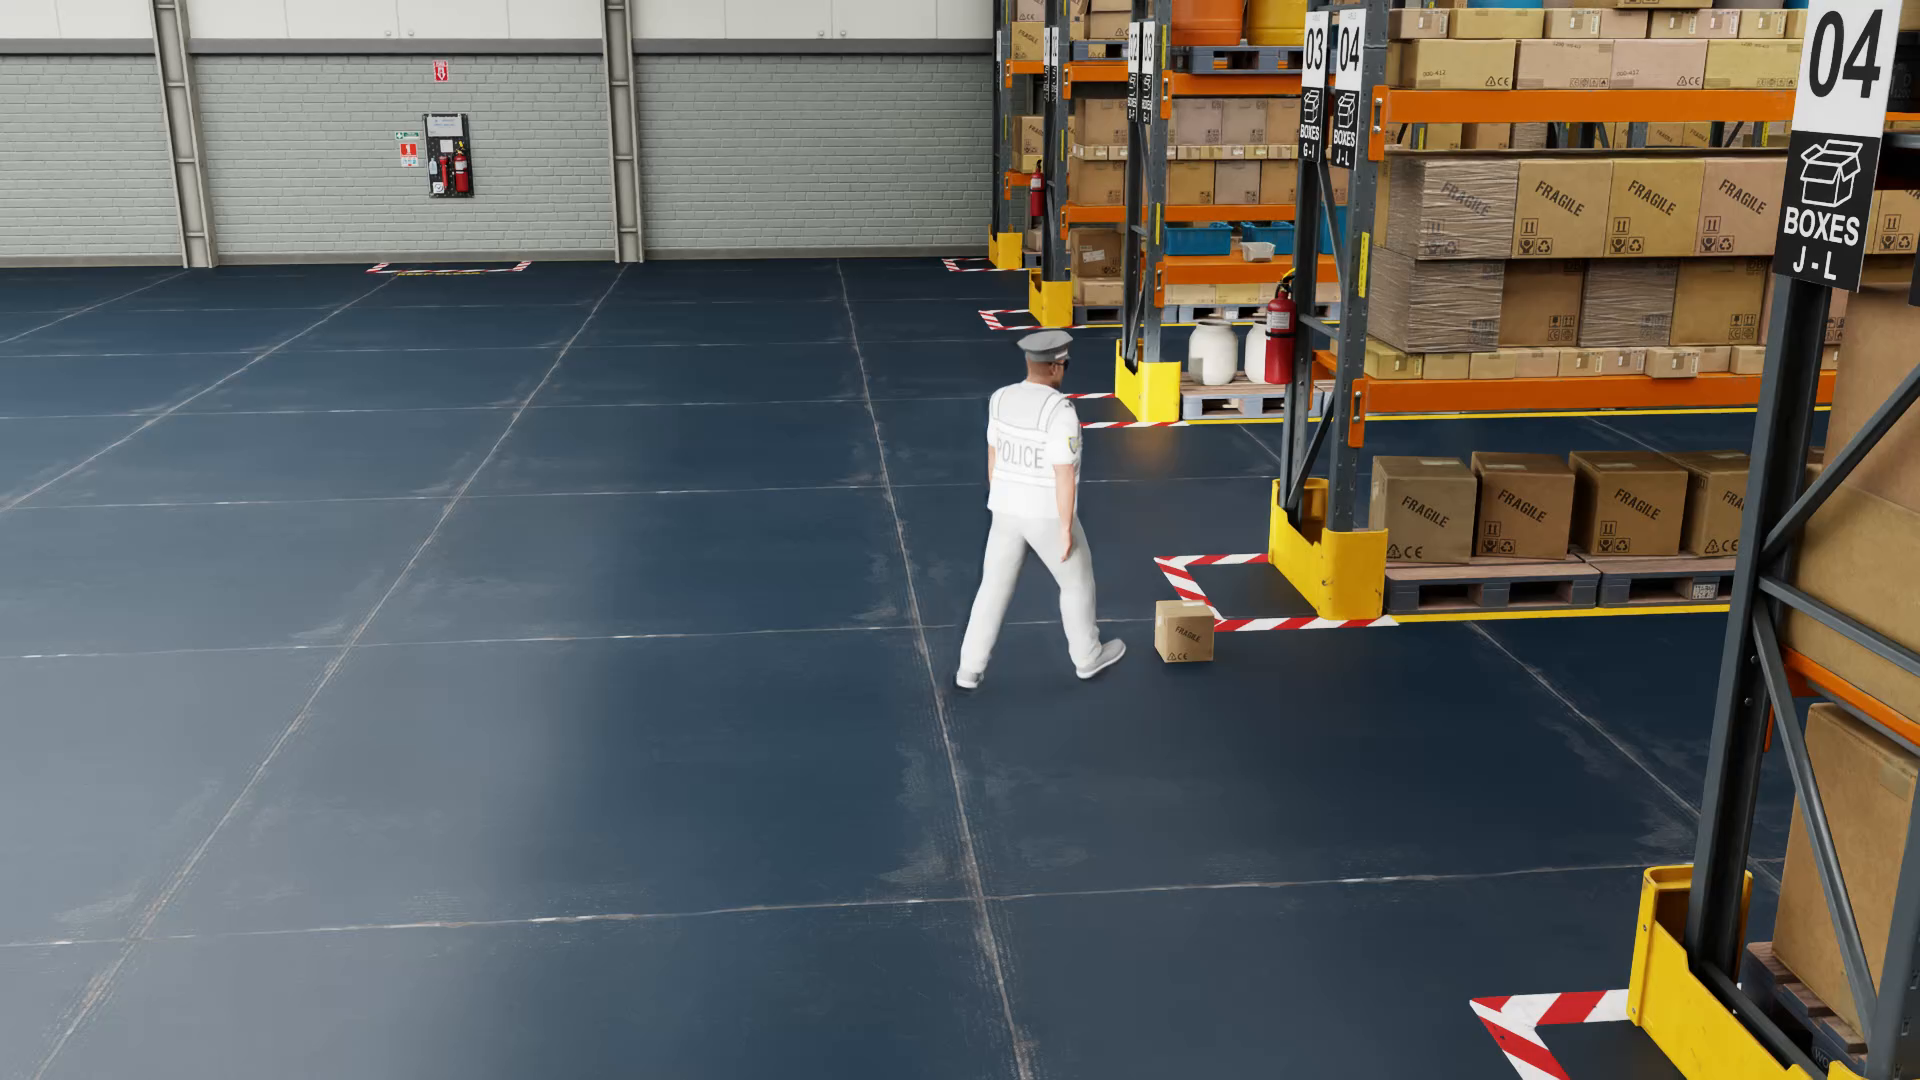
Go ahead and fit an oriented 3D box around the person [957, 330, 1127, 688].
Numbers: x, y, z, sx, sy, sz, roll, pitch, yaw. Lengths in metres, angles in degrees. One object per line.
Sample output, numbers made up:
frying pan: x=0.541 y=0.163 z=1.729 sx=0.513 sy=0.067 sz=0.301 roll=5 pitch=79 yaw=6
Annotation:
person: x=0.365 y=-0.141 z=7.998 sx=0.560 sy=1.723 sz=0.926 roll=13 pitch=21 yaw=37
